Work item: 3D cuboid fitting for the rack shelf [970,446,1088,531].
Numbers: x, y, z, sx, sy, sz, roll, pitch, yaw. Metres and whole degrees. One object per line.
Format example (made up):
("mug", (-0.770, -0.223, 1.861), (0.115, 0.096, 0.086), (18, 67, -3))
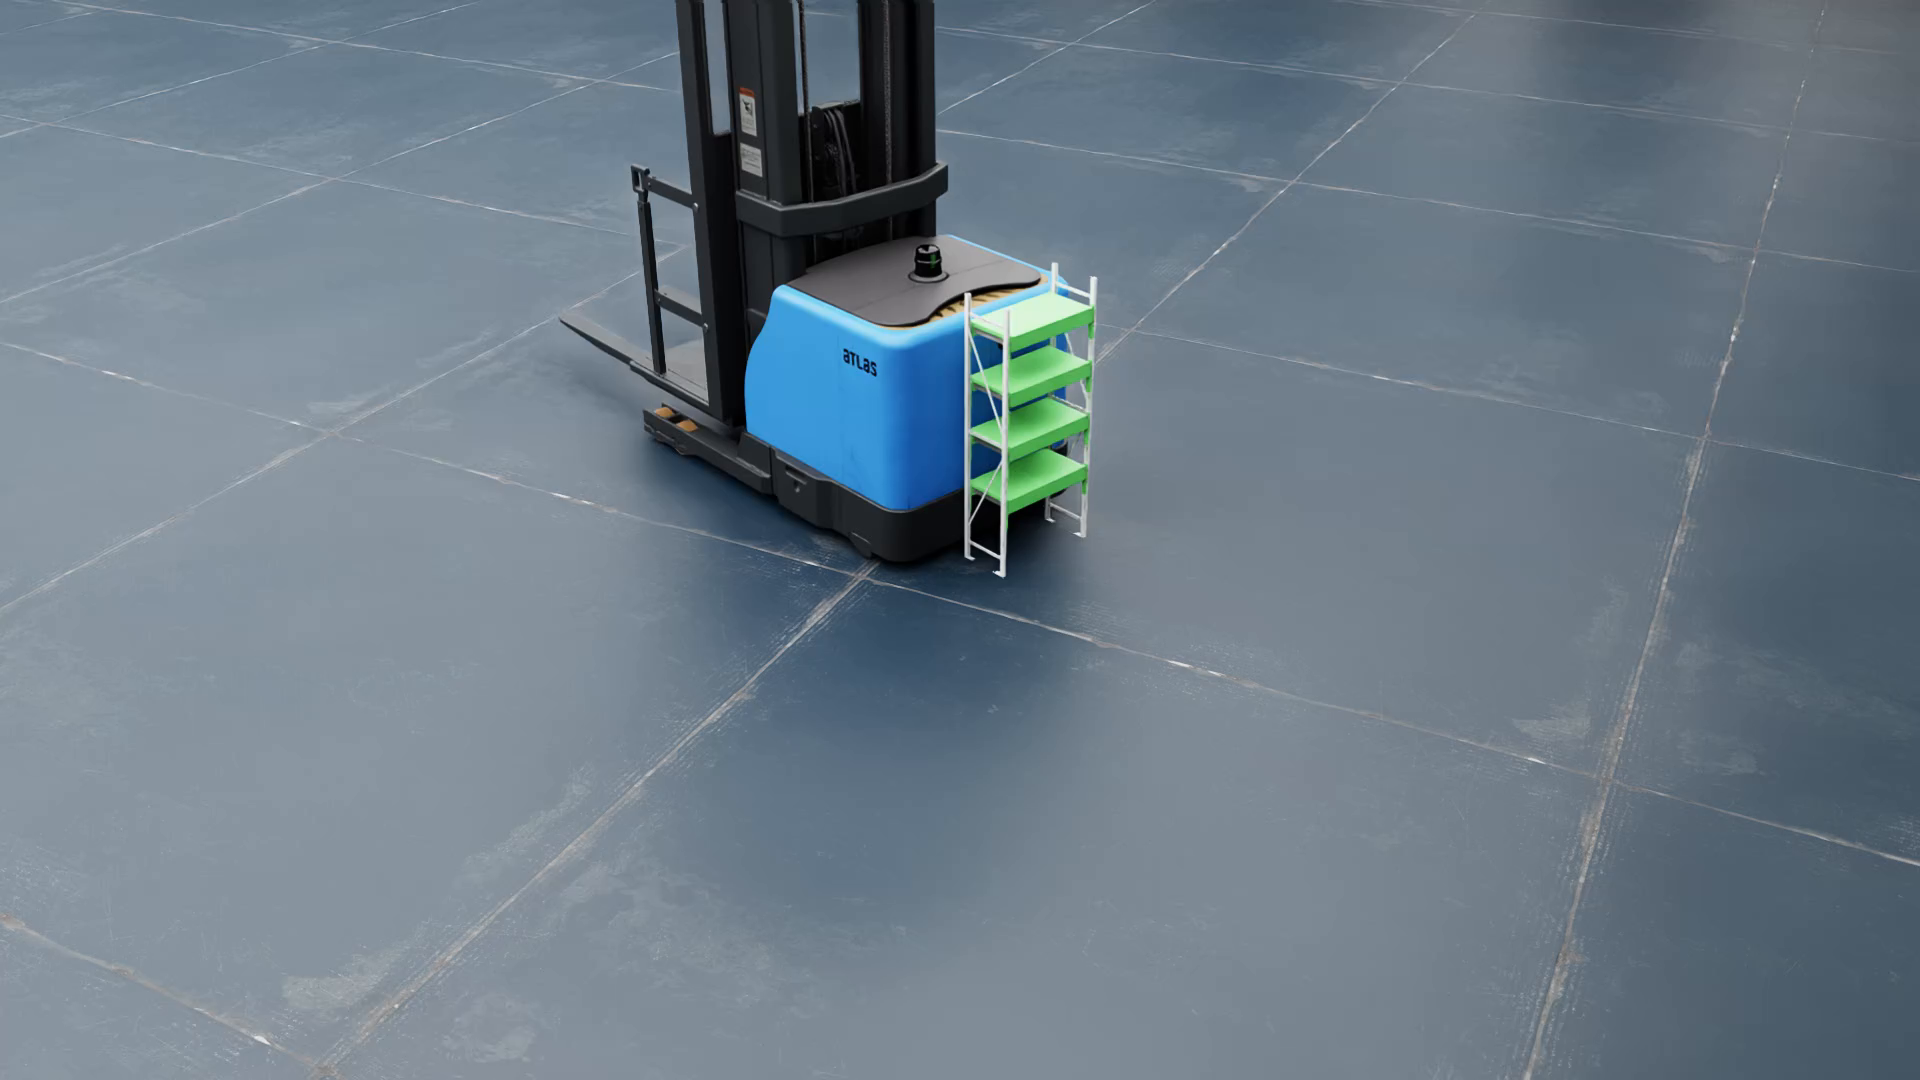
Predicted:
("rack shelf", (0.285, -0.226, 7.048), (0.480, 0.148, 0.258), (-25, 38, -36))

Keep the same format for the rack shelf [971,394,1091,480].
("rack shelf", (0.285, -0.434, 6.929), (0.480, 0.148, 0.258), (-25, 38, -36))

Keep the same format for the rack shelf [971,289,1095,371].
("rack shelf", (0.285, -0.850, 6.690), (0.480, 0.148, 0.258), (-25, 38, -36))

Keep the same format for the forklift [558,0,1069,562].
("forklift", (-0.883, -1.827, 7.489), (1.130, 2.935, 3.031), (-24, 38, -36))

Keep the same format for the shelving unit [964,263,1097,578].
("shelving unit", (0.285, -0.489, 6.897), (0.503, 1.200, 0.258), (-25, 38, -36))

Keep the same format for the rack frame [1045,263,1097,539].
("rack frame", (0.464, -0.572, 7.041), (0.015, 1.200, 0.240), (-25, 38, -36))

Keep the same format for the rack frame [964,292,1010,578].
("rack frame", (0.106, -0.407, 6.753), (0.015, 1.200, 0.240), (-25, 38, -36))

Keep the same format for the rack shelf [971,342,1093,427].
("rack shelf", (0.285, -0.642, 6.809), (0.480, 0.148, 0.258), (-25, 38, -36))
